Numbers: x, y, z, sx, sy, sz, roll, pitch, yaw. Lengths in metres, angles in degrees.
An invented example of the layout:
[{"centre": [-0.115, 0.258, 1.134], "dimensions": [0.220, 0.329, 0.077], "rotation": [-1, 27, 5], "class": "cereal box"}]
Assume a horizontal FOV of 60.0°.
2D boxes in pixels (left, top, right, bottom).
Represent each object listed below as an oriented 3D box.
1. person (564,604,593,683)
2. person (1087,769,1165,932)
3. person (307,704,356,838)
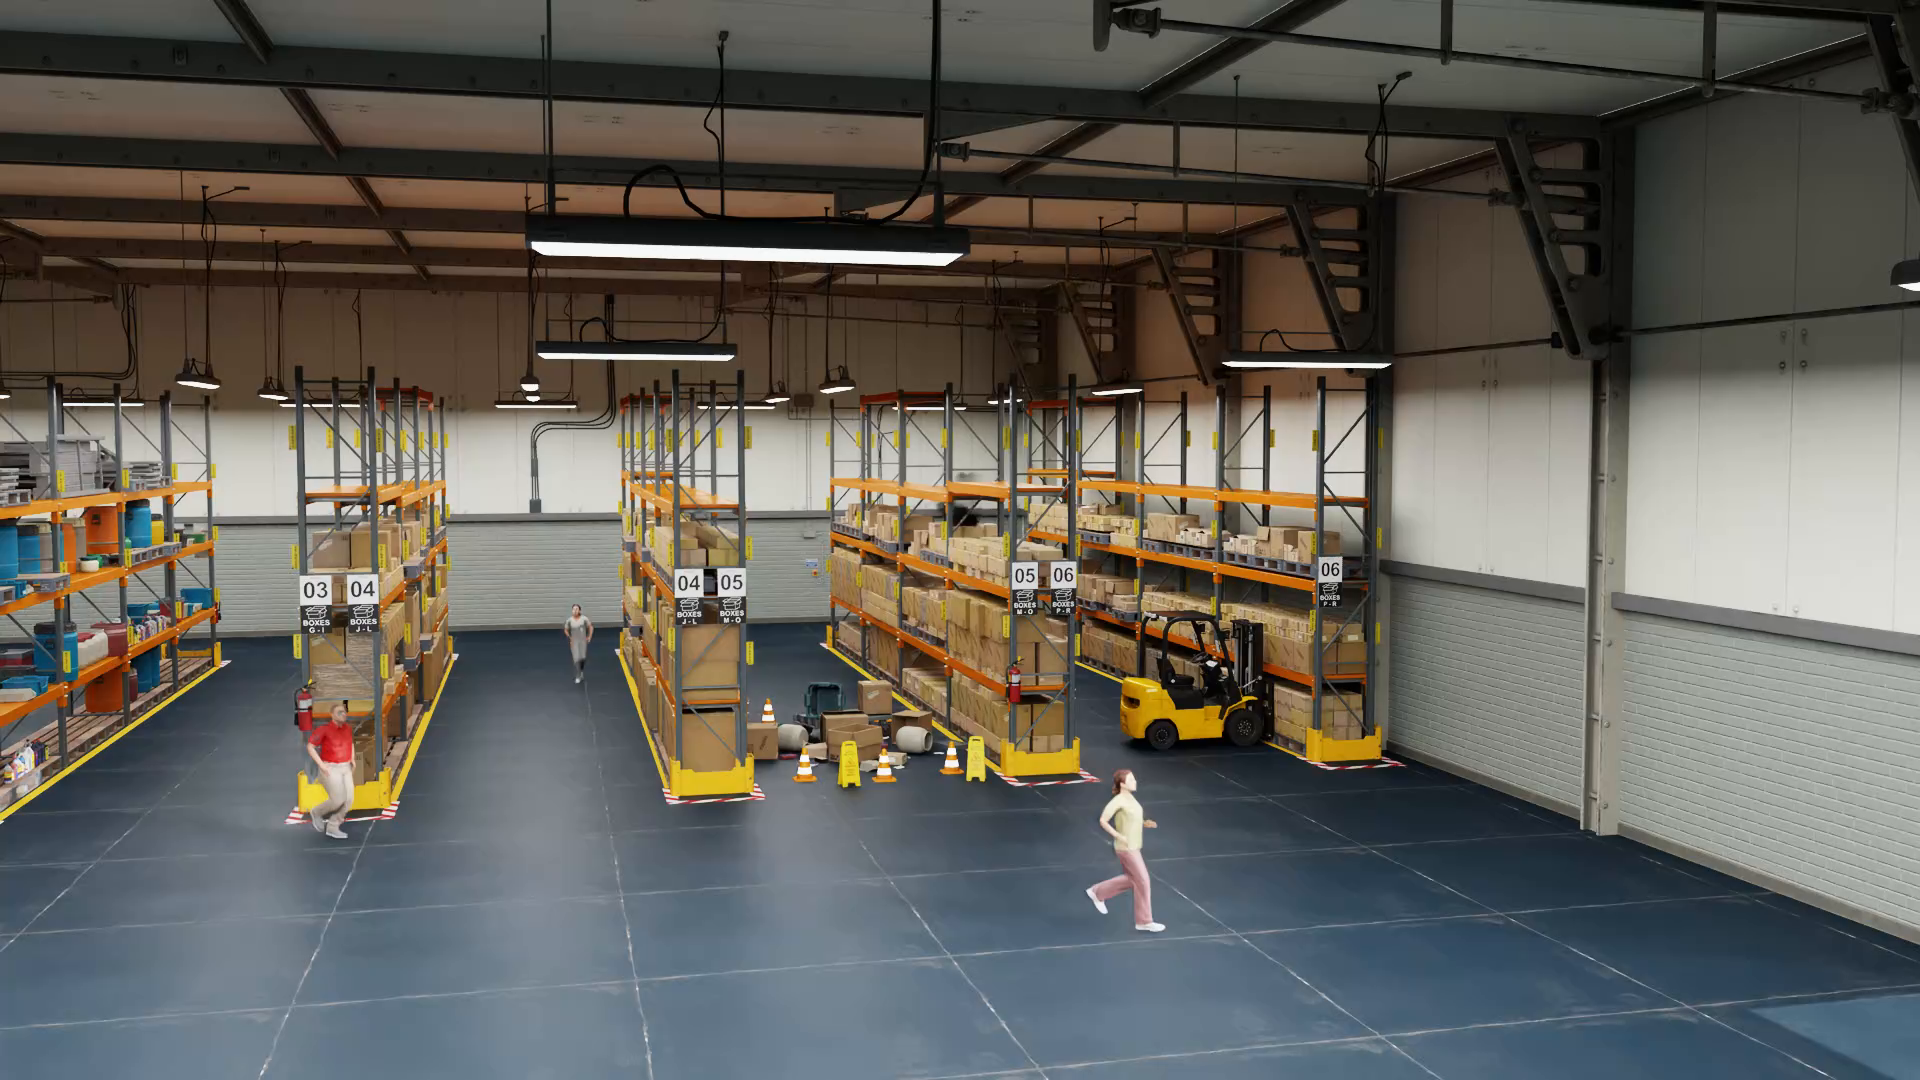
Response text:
[{"centre": [-7.877, 2.141, 34.324], "dimensions": [0.577, 1.628, 0.528], "rotation": [-1, 3, -11], "class": "person"}, {"centre": [1.714, 3.158, 17.040], "dimensions": [0.815, 1.641, 0.590], "rotation": [2, 4, 24], "class": "person"}, {"centre": [-7.908, 2.920, 20.993], "dimensions": [0.560, 1.691, 0.665], "rotation": [2, 4, 25], "class": "person"}]
